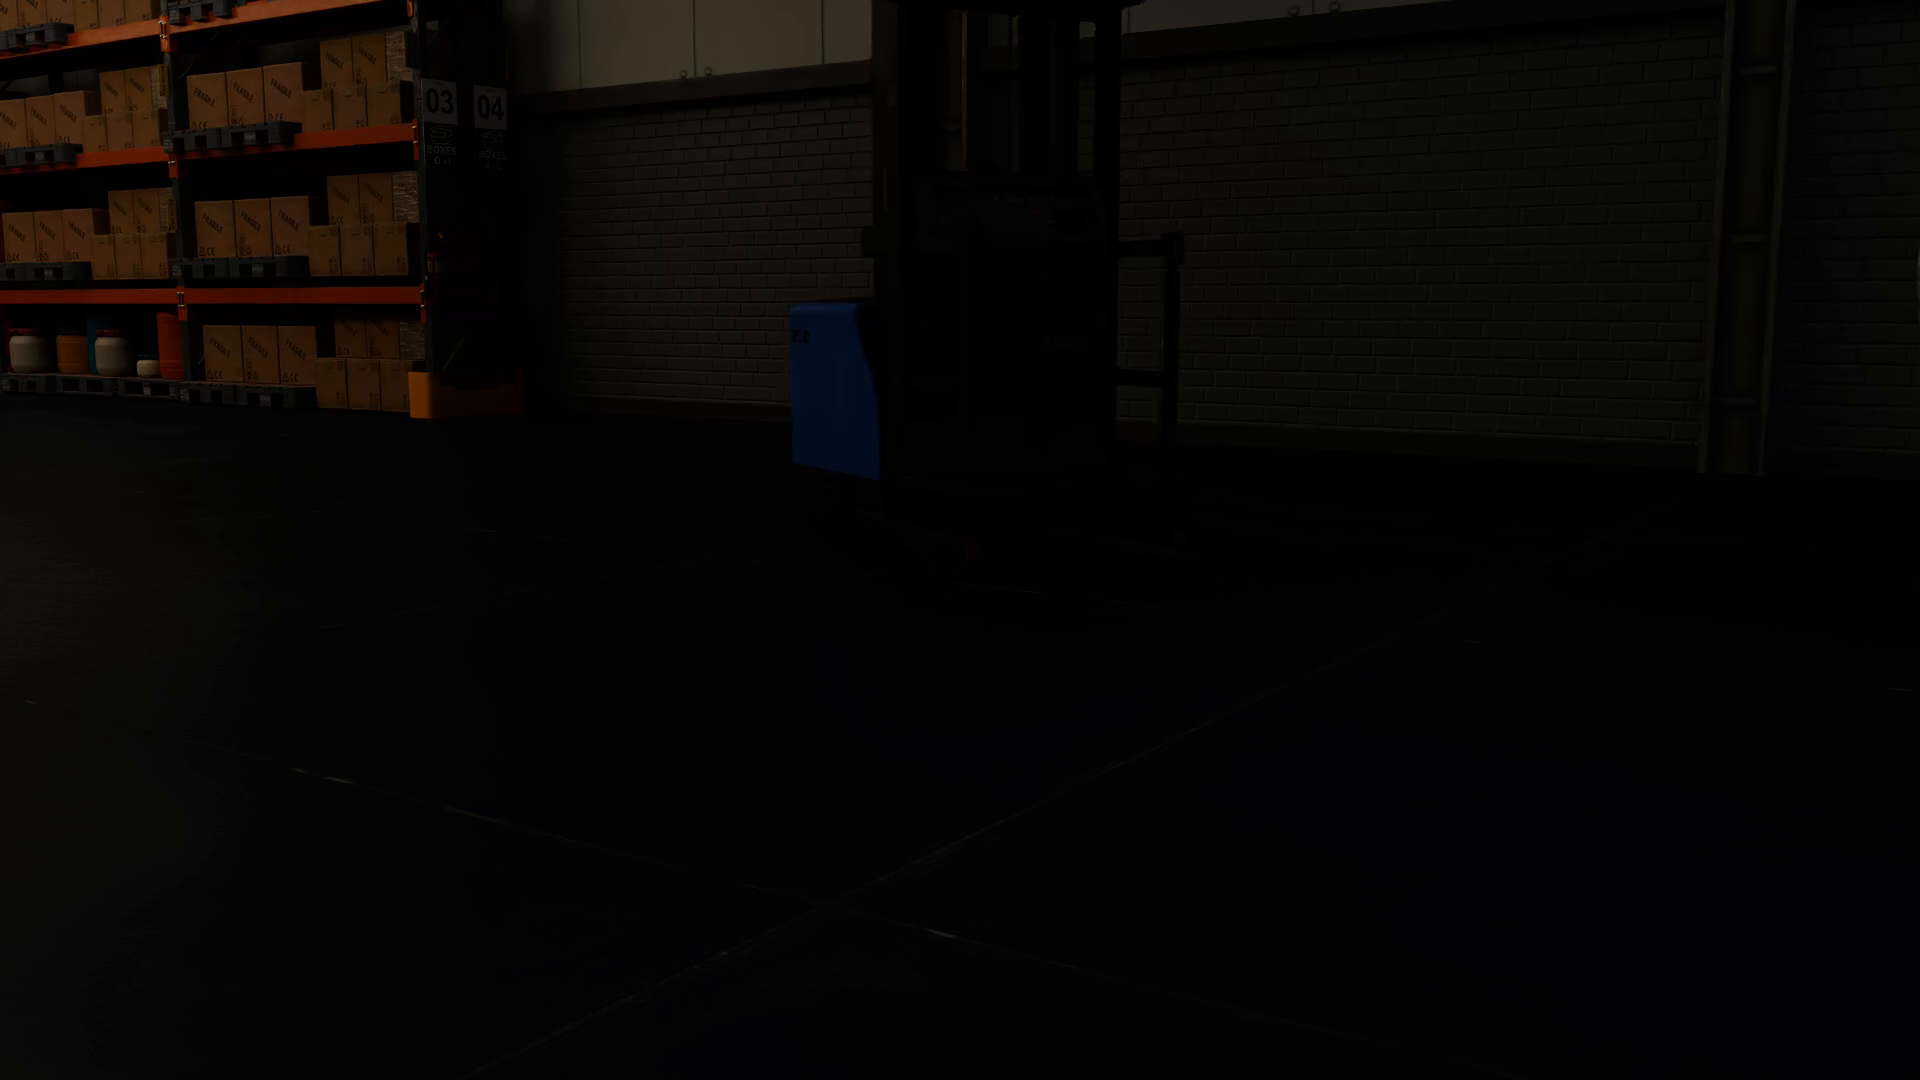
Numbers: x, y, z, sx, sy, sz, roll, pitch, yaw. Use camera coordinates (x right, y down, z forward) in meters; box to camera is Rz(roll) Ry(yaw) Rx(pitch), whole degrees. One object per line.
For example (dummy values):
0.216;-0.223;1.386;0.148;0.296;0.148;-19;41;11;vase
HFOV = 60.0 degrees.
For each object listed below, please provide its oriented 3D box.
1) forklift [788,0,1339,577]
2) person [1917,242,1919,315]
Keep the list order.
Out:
0.320;-1.375;6.861;1.130;2.935;3.031;-4;9;-28;forklift
3.606;-0.621;5.796;0.497;1.680;0.572;0;8;-1;person
